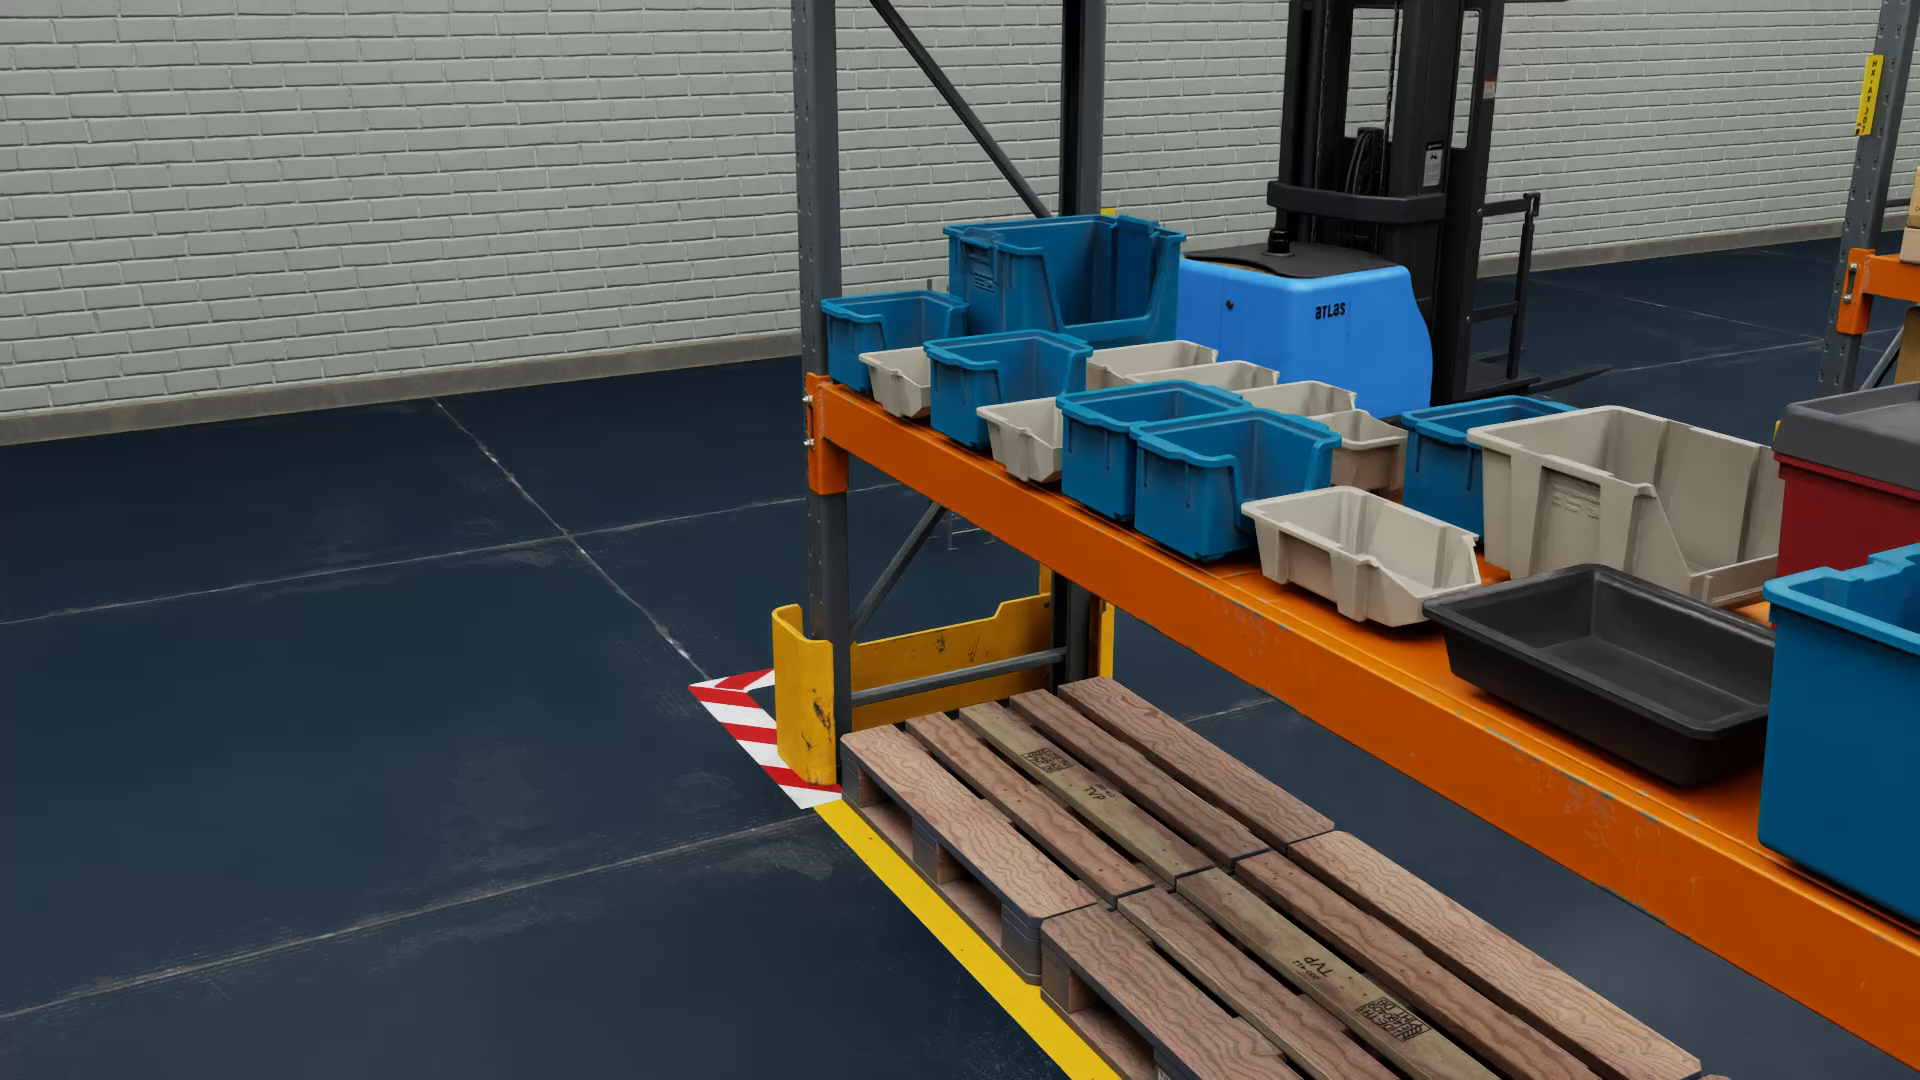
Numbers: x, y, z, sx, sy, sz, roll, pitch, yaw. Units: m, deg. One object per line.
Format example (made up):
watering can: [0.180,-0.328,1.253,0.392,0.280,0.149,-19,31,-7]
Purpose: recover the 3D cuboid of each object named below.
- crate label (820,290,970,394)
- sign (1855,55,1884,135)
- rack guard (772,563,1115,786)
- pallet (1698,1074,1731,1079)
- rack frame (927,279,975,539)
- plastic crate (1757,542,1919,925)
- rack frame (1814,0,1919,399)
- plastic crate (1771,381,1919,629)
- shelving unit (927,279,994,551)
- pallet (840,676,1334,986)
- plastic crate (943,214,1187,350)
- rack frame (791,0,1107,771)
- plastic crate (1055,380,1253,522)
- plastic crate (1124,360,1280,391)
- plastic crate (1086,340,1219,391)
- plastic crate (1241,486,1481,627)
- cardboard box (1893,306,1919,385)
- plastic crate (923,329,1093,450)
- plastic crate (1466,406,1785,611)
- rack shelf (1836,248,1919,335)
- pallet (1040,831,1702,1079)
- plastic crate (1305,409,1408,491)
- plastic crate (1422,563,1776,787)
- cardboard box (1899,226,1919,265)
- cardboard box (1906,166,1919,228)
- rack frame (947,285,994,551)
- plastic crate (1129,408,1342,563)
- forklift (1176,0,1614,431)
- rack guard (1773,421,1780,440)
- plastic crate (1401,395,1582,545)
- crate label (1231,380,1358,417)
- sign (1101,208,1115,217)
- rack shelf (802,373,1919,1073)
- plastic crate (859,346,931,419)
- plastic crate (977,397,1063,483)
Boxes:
crate label: [-0.189,-0.581,4.883,0.416,0.233,0.303,-10,21,-27]
sign: [3.851,-1.884,7.043,0.100,0.325,0.005,-10,21,-27]
rack guard: [-0.040,0.423,5.640,1.175,0.500,0.348,-10,21,-27]
pallet: [1.499,1.507,2.940,1.003,0.211,1.213,-10,21,-27]
rack frame: [-0.037,-0.589,7.500,0.240,1.200,0.006,-10,21,-27]
plastic crate: [1.361,0.292,2.119,0.392,0.384,0.575,-10,21,-27]
rack frame: [4.342,-1.521,7.442,1.000,3.000,0.127,-10,21,-27]
plastic crate: [1.679,0.040,2.726,0.402,0.464,0.583,-10,21,-27]
shelving unit: [0.007,-0.563,7.424,0.258,1.200,0.189,-10,21,-27]
pallet: [0.341,0.807,4.970,1.003,0.211,1.213,-10,21,-27]
plastic crate: [0.307,-0.732,5.008,0.616,0.435,0.499,-10,21,-27]
rack frame: [-0.017,-0.754,5.218,1.000,3.000,0.127,-10,21,-27]
plastic crate: [0.436,-0.203,3.787,0.416,0.233,0.300,-10,21,-27]
plastic crate: [0.655,-0.366,4.407,0.396,0.136,0.243,-10,21,-27]
plastic crate: [0.530,-0.452,4.654,0.396,0.136,0.243,-10,21,-27]
plastic crate: [0.791,0.037,3.237,0.293,0.136,0.466,-10,21,-27]
cardboard box: [4.716,-0.544,7.223,0.875,0.875,0.875,-10,21,-27]
plastic crate: [0.123,-0.392,4.335,0.416,0.233,0.300,-10,21,-27]
plastic crate: [1.320,-0.045,3.253,0.437,0.282,0.530,-10,21,-27]
rack shelf: [5.292,-0.607,5.895,1.077,0.370,4.000,-10,21,-27]
pallet: [0.916,1.157,3.956,1.003,0.211,1.213,-10,21,-27]
plastic crate: [0.965,-0.208,3.948,0.298,0.136,0.250,-10,21,-27]
plastic crate: [1.115,0.216,2.736,0.437,0.125,0.590,-10,21,-27]
cardboard box: [4.220,-1.250,7.039,0.380,0.149,0.250,-10,21,-26]
cardboard box: [4.332,-1.411,6.897,0.500,0.250,0.500,-11,22,-28]
rack frame: [0.050,-0.537,7.348,0.240,1.200,0.006,-10,21,-27]
plastic crate: [0.578,-0.117,3.538,0.416,0.233,0.300,-10,21,-27]
forklift: [2.508,-2.006,8.950,3.031,2.935,1.130,-14,23,-34]
rack guard: [4.331,-0.347,7.869,1.175,0.500,0.348,-10,21,-27]
plastic crate: [1.184,-0.153,3.642,0.416,0.233,0.300,-10,21,-27]
crate label: [0.808,-0.290,4.186,0.396,0.136,0.243,-10,21,-27]
sign: [0.460,-0.921,5.452,0.100,0.325,0.005,-10,21,-27]
rack shelf: [0.933,0.160,3.672,1.077,0.370,4.000,-10,21,-27]
plastic crate: [-0.110,-0.431,4.594,0.250,0.136,0.298,-10,21,-27]
plastic crate: [0.212,-0.236,4.030,0.250,0.136,0.298,-10,21,-27]
